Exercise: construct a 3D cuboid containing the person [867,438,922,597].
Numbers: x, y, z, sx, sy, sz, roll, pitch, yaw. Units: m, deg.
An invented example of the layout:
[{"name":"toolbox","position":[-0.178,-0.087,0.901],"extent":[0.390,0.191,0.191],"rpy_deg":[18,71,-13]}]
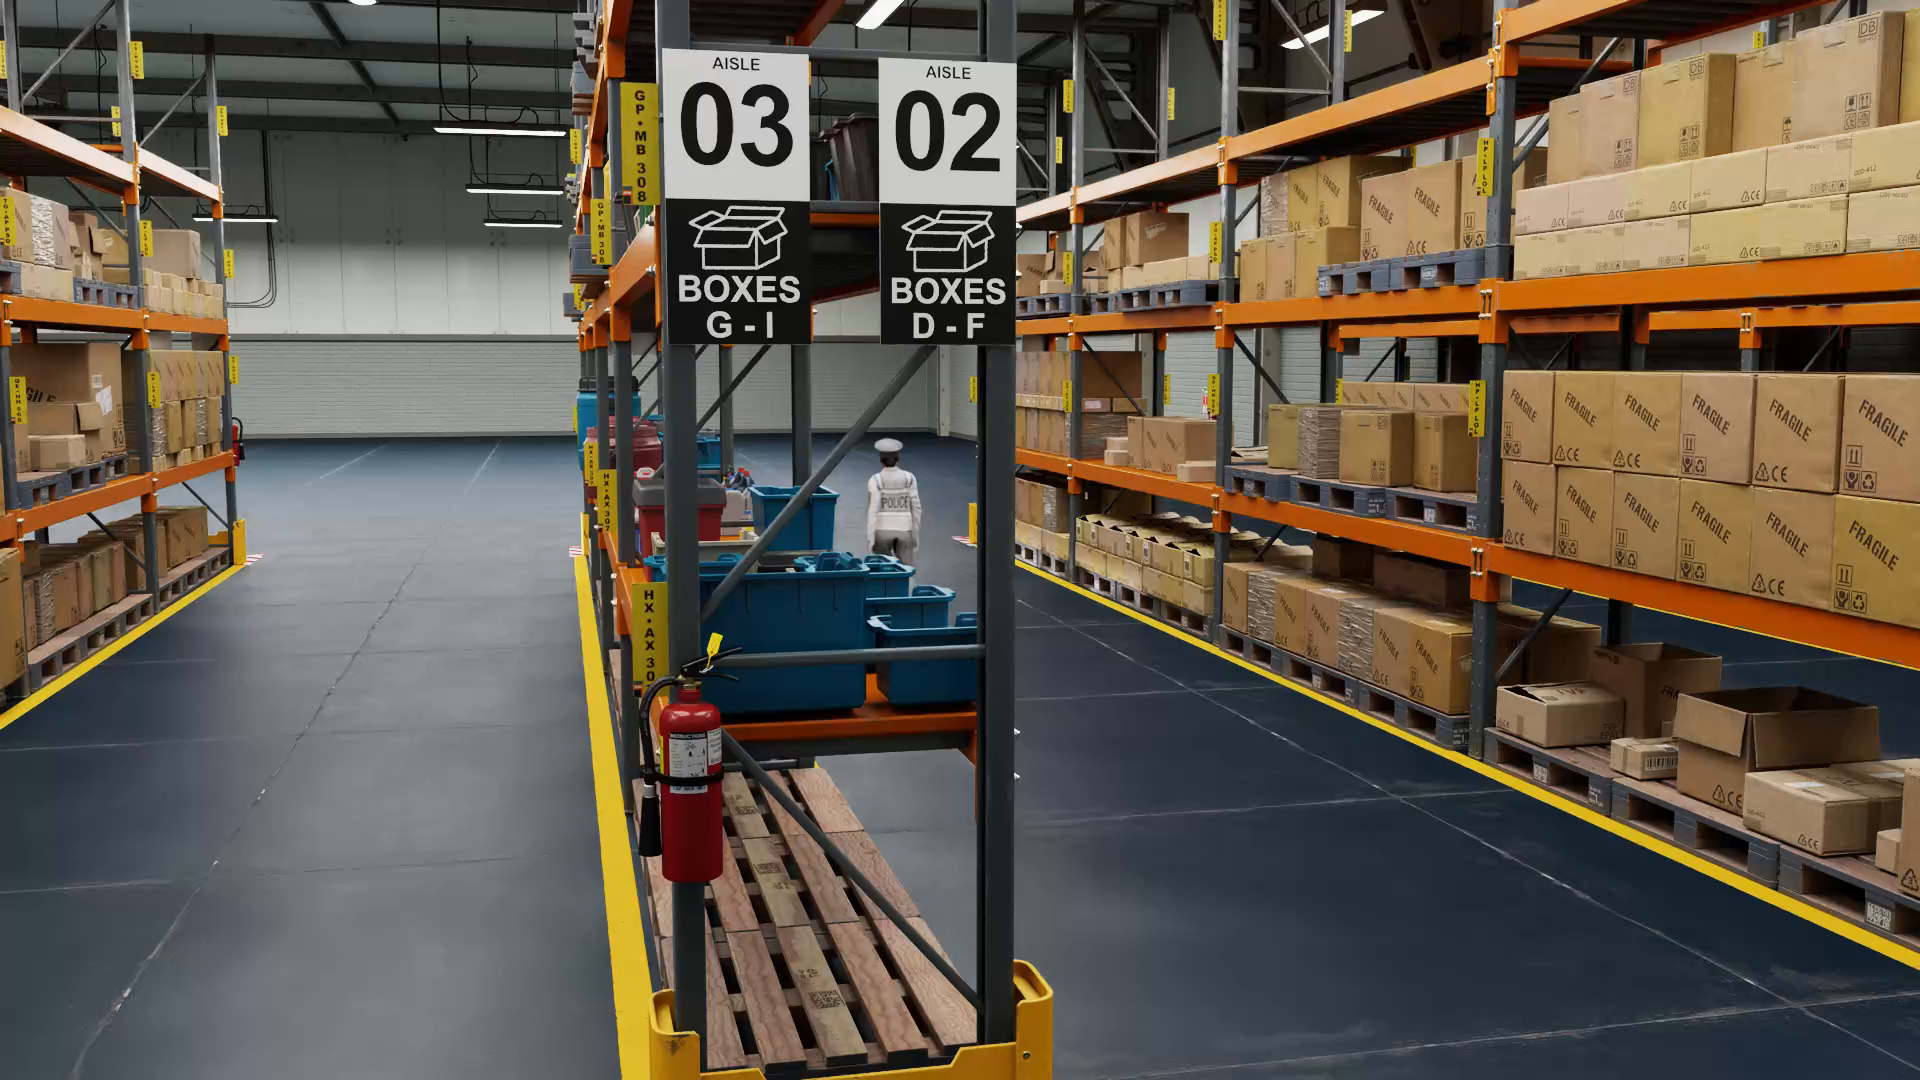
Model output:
[{"name":"person","position":[-0.547,-0.033,14.232],"extent":[0.495,1.662,0.732],"rpy_deg":[-2,7,-19]}]
